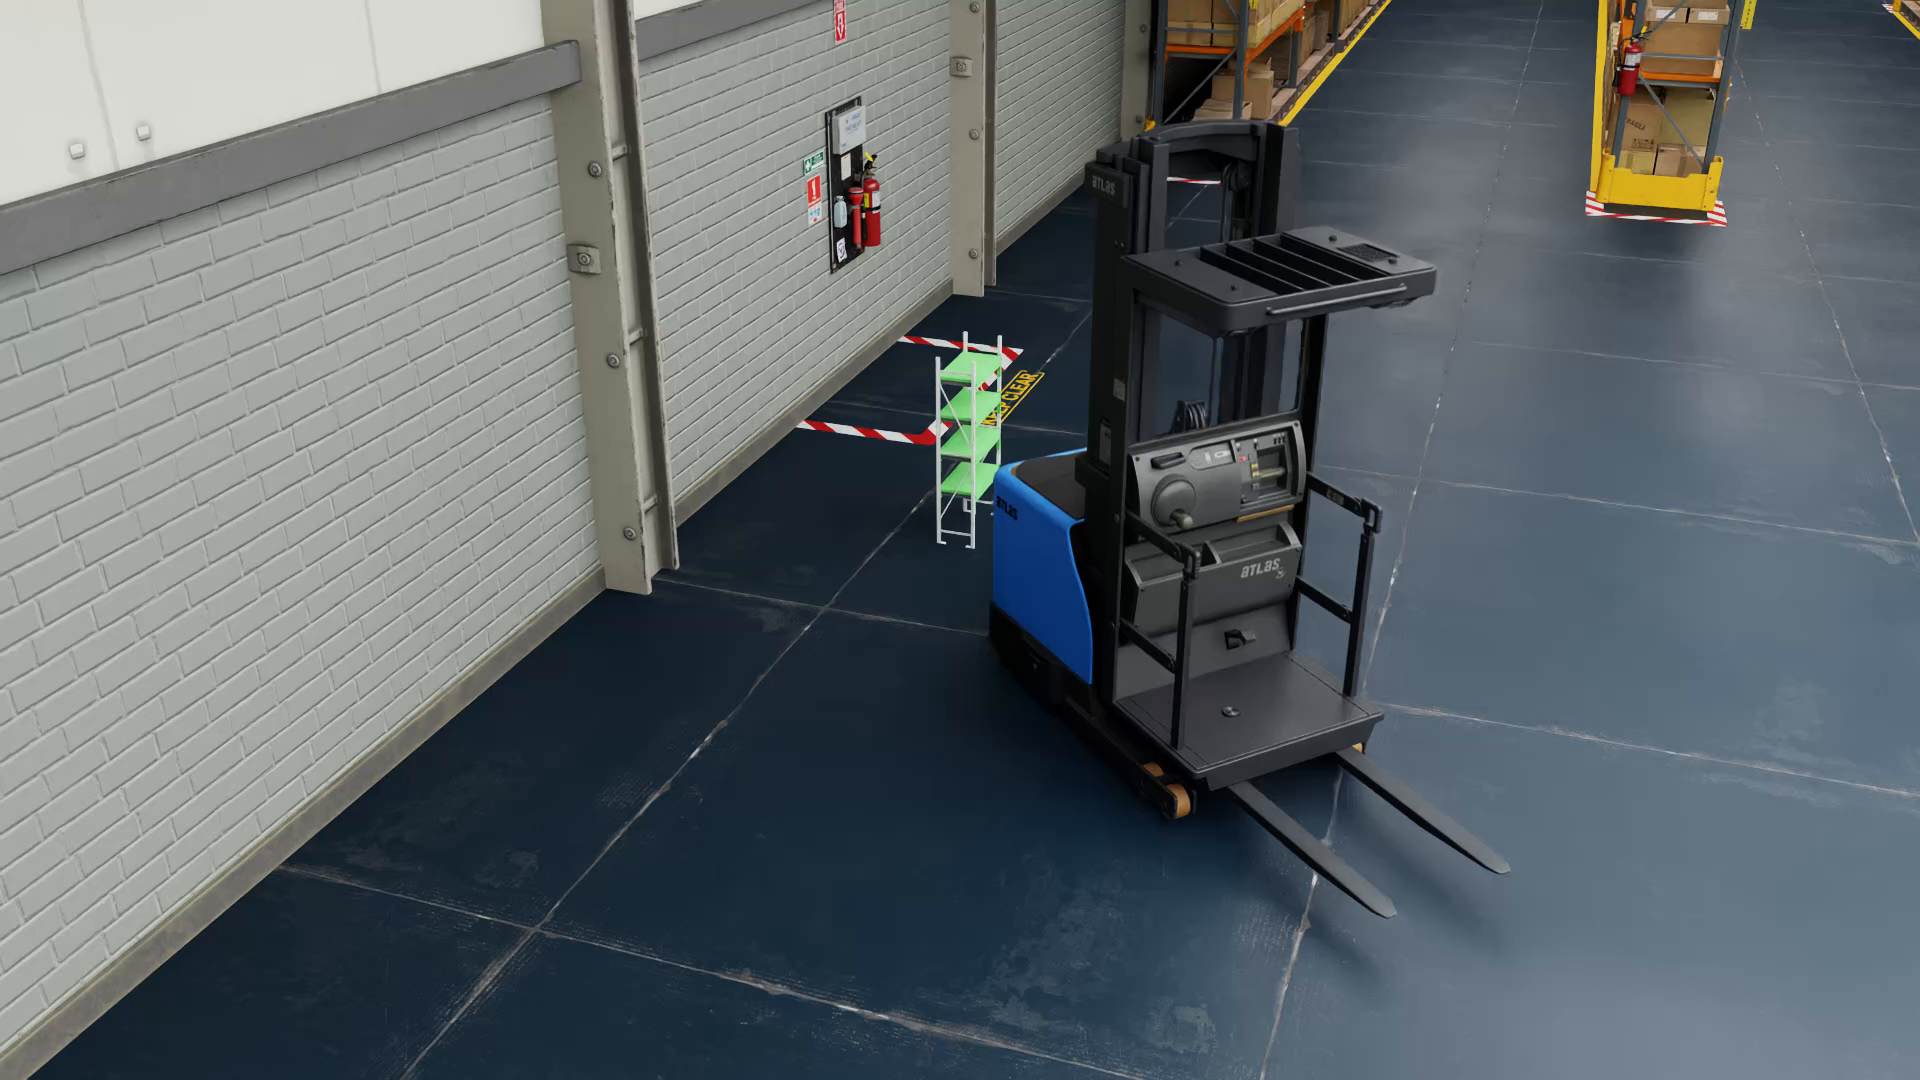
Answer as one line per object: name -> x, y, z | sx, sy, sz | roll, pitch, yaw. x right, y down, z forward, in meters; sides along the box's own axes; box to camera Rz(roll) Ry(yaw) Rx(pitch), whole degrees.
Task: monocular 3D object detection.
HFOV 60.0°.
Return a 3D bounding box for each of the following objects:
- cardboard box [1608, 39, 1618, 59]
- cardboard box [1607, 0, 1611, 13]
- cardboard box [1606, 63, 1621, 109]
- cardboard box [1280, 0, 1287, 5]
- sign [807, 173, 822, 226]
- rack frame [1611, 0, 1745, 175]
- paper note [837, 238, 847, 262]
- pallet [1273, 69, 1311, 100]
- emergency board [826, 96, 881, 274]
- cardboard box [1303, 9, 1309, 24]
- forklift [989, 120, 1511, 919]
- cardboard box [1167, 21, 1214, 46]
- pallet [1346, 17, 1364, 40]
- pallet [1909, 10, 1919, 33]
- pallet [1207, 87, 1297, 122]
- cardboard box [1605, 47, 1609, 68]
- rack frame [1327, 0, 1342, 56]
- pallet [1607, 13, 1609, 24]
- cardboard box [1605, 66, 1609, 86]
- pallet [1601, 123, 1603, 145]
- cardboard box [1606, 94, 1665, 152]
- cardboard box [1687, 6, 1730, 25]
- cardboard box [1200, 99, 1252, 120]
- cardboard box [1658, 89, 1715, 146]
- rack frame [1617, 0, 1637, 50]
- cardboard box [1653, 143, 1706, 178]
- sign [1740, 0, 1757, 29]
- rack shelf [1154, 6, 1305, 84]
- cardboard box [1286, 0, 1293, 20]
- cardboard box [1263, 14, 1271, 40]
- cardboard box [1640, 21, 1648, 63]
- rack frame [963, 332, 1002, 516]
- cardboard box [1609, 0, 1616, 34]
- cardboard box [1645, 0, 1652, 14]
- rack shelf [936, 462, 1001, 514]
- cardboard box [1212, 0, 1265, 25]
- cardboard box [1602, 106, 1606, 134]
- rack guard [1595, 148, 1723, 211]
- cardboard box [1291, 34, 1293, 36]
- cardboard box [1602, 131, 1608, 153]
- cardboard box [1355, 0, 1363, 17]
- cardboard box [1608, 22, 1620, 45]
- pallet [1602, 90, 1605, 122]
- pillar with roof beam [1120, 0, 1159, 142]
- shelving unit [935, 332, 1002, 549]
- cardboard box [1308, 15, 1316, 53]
cardboard box -> 9.068, -6.619, 22.508 | 0.500, 0.311, 0.500 | 8, 27, 17
cardboard box -> 11.282, -9.217, 28.208 | 0.500, 0.500, 0.500 | 9, 27, 17
cardboard box -> 7.915, -5.314, 19.597 | 0.500, 0.500, 0.500 | 9, 27, 17
cardboard box -> 3.648, -6.713, 19.961 | 0.500, 0.500, 0.500 | 10, 27, 19
sign -> -1.025, -2.396, 11.715 | 0.001, 0.329, 0.234 | 9, 27, 17
rack frame -> 7.366, -4.938, 17.006 | 1.000, 3.000, 0.127 | 9, 27, 17
paper note -> -0.868, -2.133, 12.224 | 0.016, 0.148, 0.142 | 9, 27, 17
pallet -> 4.282, -6.363, 23.150 | 1.003, 0.211, 1.213 | 9, 27, 17
emergency board -> -0.744, -2.592, 12.161 | 0.194, 1.169, 0.643 | 9, 27, 17
cardboard box -> 4.750, -7.612, 24.032 | 0.500, 0.250, 0.500 | 9, 27, 17
forklift -> 1.290, -0.264, 7.431 | 1.130, 2.935, 3.031 | -13, 29, -25
cardboard box -> 2.666, -5.816, 18.970 | 0.500, 0.250, 0.500 | 9, 27, 18
pallet -> 6.097, -8.500, 27.563 | 1.003, 0.211, 1.213 | 9, 27, 17
pallet -> 16.642, -8.705, 27.987 | 1.003, 0.211, 1.213 | 9, 27, 17
pallet -> 3.835, -5.762, 21.909 | 1.003, 0.211, 1.213 | 9, 27, 17
cardboard box -> 9.411, -6.797, 23.520 | 0.500, 0.250, 0.500 | 8, 27, 16
rack frame -> 5.356, -8.942, 25.277 | 1.000, 3.000, 0.127 | 9, 27, 17
pallet -> 11.589, -8.896, 28.381 | 1.003, 0.211, 1.213 | 9, 27, 17
cardboard box -> 8.902, -6.163, 22.211 | 0.500, 0.250, 0.500 | 9, 27, 19
pallet -> 8.393, -5.006, 20.346 | 1.003, 0.211, 1.213 | 9, 27, 17
cardboard box -> 7.264, -4.490, 17.895 | 0.500, 0.500, 0.500 | 9, 27, 17
cardboard box -> 7.700, -5.405, 17.111 | 0.380, 0.149, 0.250 | 9, 27, 17
cardboard box -> 3.198, -5.148, 20.021 | 0.500, 0.311, 0.500 | 11, 28, 22
cardboard box -> 7.919, -4.620, 18.164 | 0.500, 0.500, 0.500 | 9, 27, 17
rack frame -> 8.697, -6.581, 20.401 | 1.000, 3.000, 0.127 | 9, 27, 17
cardboard box -> 7.754, -4.077, 17.902 | 0.500, 0.250, 0.500 | 9, 27, 17
sign -> 7.888, -5.280, 16.629 | 0.100, 0.325, 0.005 | 9, 27, 17
rack shelf -> 3.359, -6.153, 20.341 | 1.077, 0.370, 4.000 | 9, 27, 17
cardboard box -> 3.826, -6.589, 20.565 | 0.500, 0.250, 0.500 | 9, 27, 17
cardboard box -> 3.315, -5.966, 19.279 | 0.500, 0.250, 0.500 | 8, 27, 16
cardboard box -> 7.704, -5.389, 17.824 | 0.700, 0.500, 0.500 | 9, 27, 19
rack frame -> 0.136, -0.708, 10.336 | 0.240, 1.200, 0.015 | 9, 27, 17
cardboard box -> 10.460, -8.146, 25.995 | 0.500, 0.500, 0.500 | 8, 27, 15
cardboard box -> 7.399, -5.567, 17.447 | 0.380, 0.149, 0.250 | 9, 27, 19
rack shelf -> 0.055, -0.335, 10.261 | 0.258, 0.148, 0.480 | 9, 27, 17
cardboard box -> 3.136, -6.086, 18.667 | 0.500, 0.500, 0.500 | 9, 27, 18
cardboard box -> 7.915, -4.977, 19.760 | 0.500, 0.250, 0.500 | 9, 27, 17
rack guard -> 7.358, -3.803, 17.530 | 1.175, 0.500, 0.348 | 9, 27, 17
cardboard box -> 4.379, -6.896, 23.414 | 0.700, 0.500, 0.500 | 8, 27, 16
cardboard box -> 7.421, -4.360, 18.485 | 0.500, 0.250, 0.500 | 9, 27, 17
cardboard box -> 6.300, -9.156, 27.703 | 0.750, 0.750, 0.750 | 10, 27, 19
cardboard box -> 9.577, -7.256, 23.825 | 0.500, 0.311, 0.500 | 10, 27, 19
pallet -> 8.906, -5.635, 21.646 | 1.003, 0.211, 1.213 | 9, 27, 17
pillar with roof beam -> 6.170, -8.143, 16.743 | 9.100, 9.000, 0.400 | 9, 27, 17
shelving unit -> 0.055, -0.608, 10.129 | 0.258, 1.200, 0.503 | 9, 27, 17
cardboard box -> 4.884, -7.517, 24.696 | 0.700, 0.500, 0.500 | 9, 27, 17
